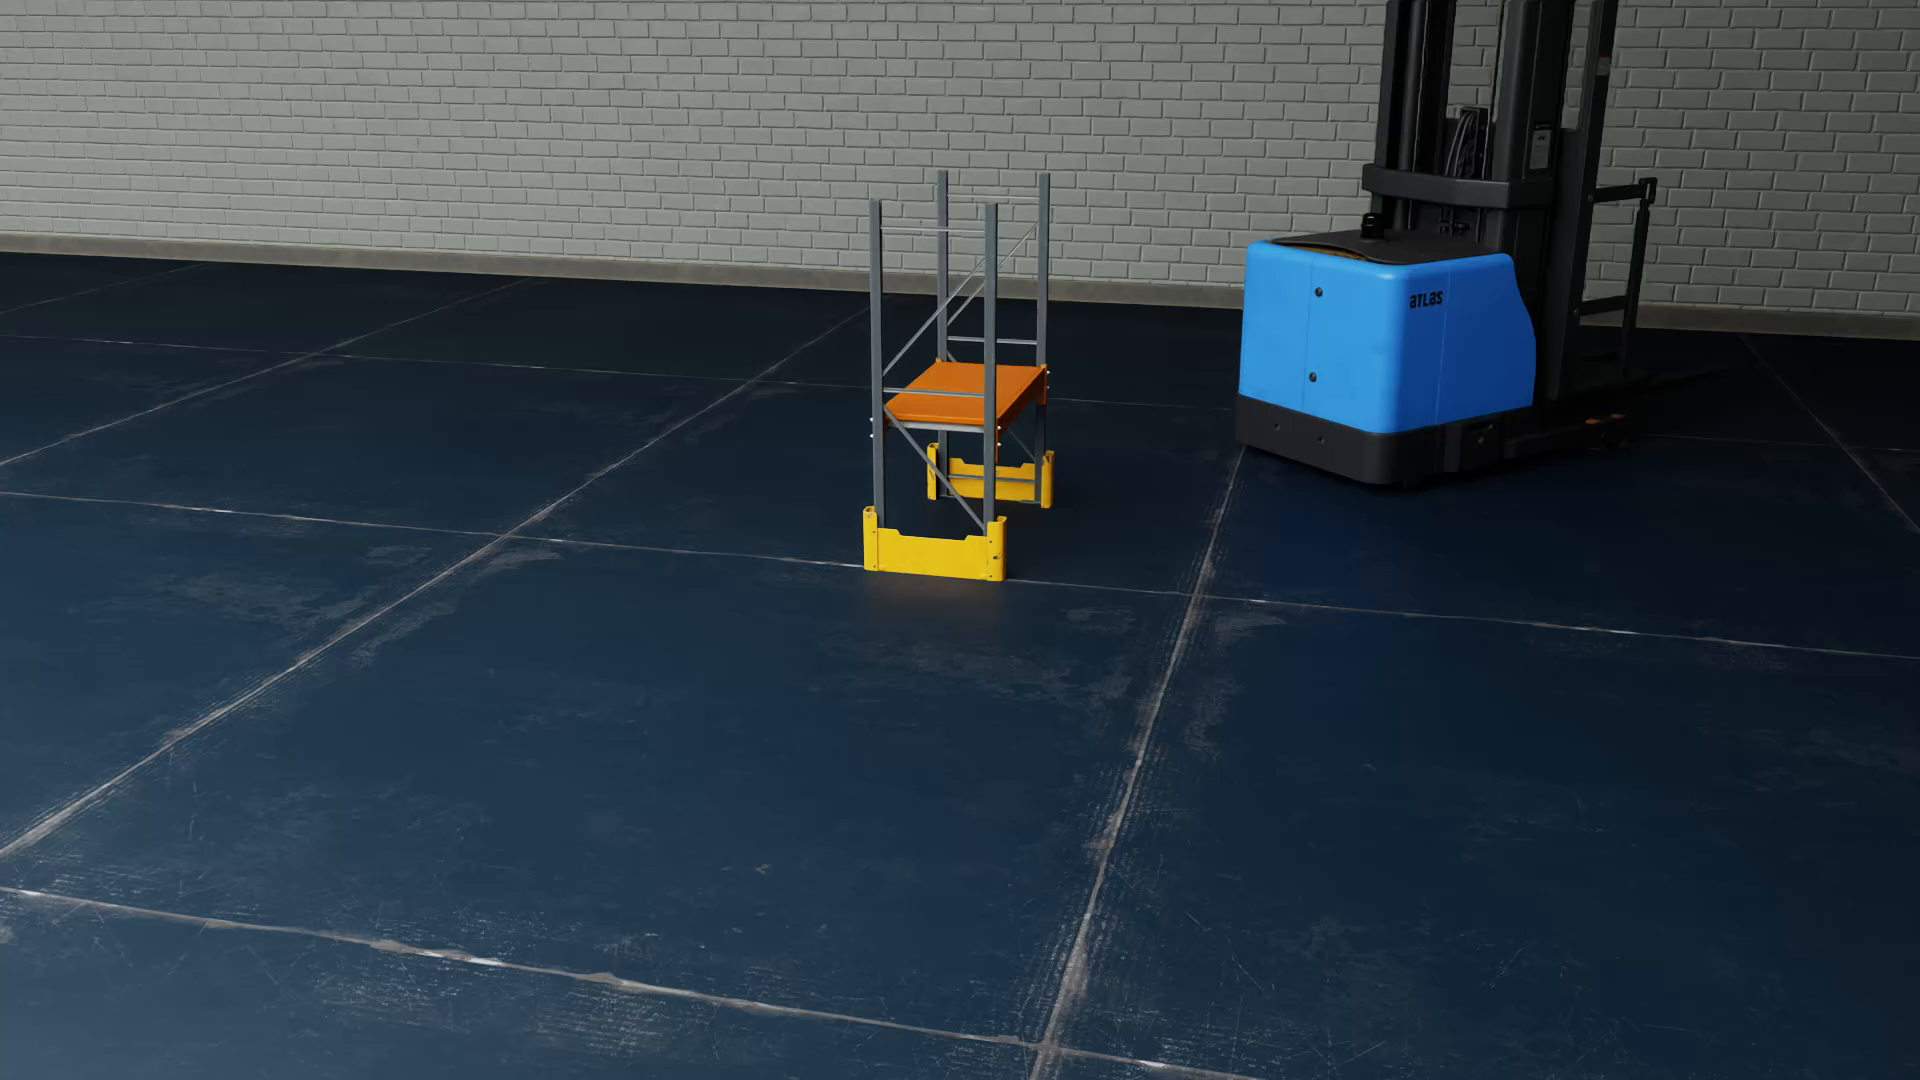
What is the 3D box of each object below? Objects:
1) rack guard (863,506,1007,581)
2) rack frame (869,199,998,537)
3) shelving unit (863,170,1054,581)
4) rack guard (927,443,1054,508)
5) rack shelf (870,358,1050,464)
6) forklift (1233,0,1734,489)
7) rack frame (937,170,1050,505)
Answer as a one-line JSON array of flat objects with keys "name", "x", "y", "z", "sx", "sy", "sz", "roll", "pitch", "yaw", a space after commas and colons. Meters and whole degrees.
[{"name": "rack guard", "x": -0.103, "y": 0.014, "z": 6.760, "sx": 0.587, "sy": 0.250, "sz": 0.087, "roll": 5, "pitch": 19, "yaw": 13}, {"name": "rack frame", "x": -0.103, "y": -0.577, "z": 6.557, "sx": 0.500, "sy": 1.500, "sz": 0.032, "roll": 5, "pitch": 19, "yaw": 13}, {"name": "shelving unit", "x": 0.019, "y": -0.734, "z": 7.015, "sx": 0.587, "sy": 1.500, "sz": 1.083, "roll": 5, "pitch": 19, "yaw": 13}, {"name": "rack guard", "x": 0.140, "y": -0.298, "z": 7.674, "sx": 0.587, "sy": 0.250, "sz": 0.087, "roll": 5, "pitch": 19, "yaw": 13}, {"name": "rack shelf", "x": 0.021, "y": -0.566, "z": 7.082, "sx": 0.538, "sy": 0.185, "sz": 1.000, "roll": 5, "pitch": 19, "yaw": 13}, {"name": "forklift", "x": 2.905, "y": -1.972, "z": 8.425, "sx": 3.031, "sy": 2.935, "sz": 1.130, "roll": -12, "pitch": 22, "yaw": -31}, {"name": "rack frame", "x": 0.145, "y": -0.896, "z": 7.490, "sx": 0.500, "sy": 1.500, "sz": 0.032, "roll": 5, "pitch": 19, "yaw": 13}]
